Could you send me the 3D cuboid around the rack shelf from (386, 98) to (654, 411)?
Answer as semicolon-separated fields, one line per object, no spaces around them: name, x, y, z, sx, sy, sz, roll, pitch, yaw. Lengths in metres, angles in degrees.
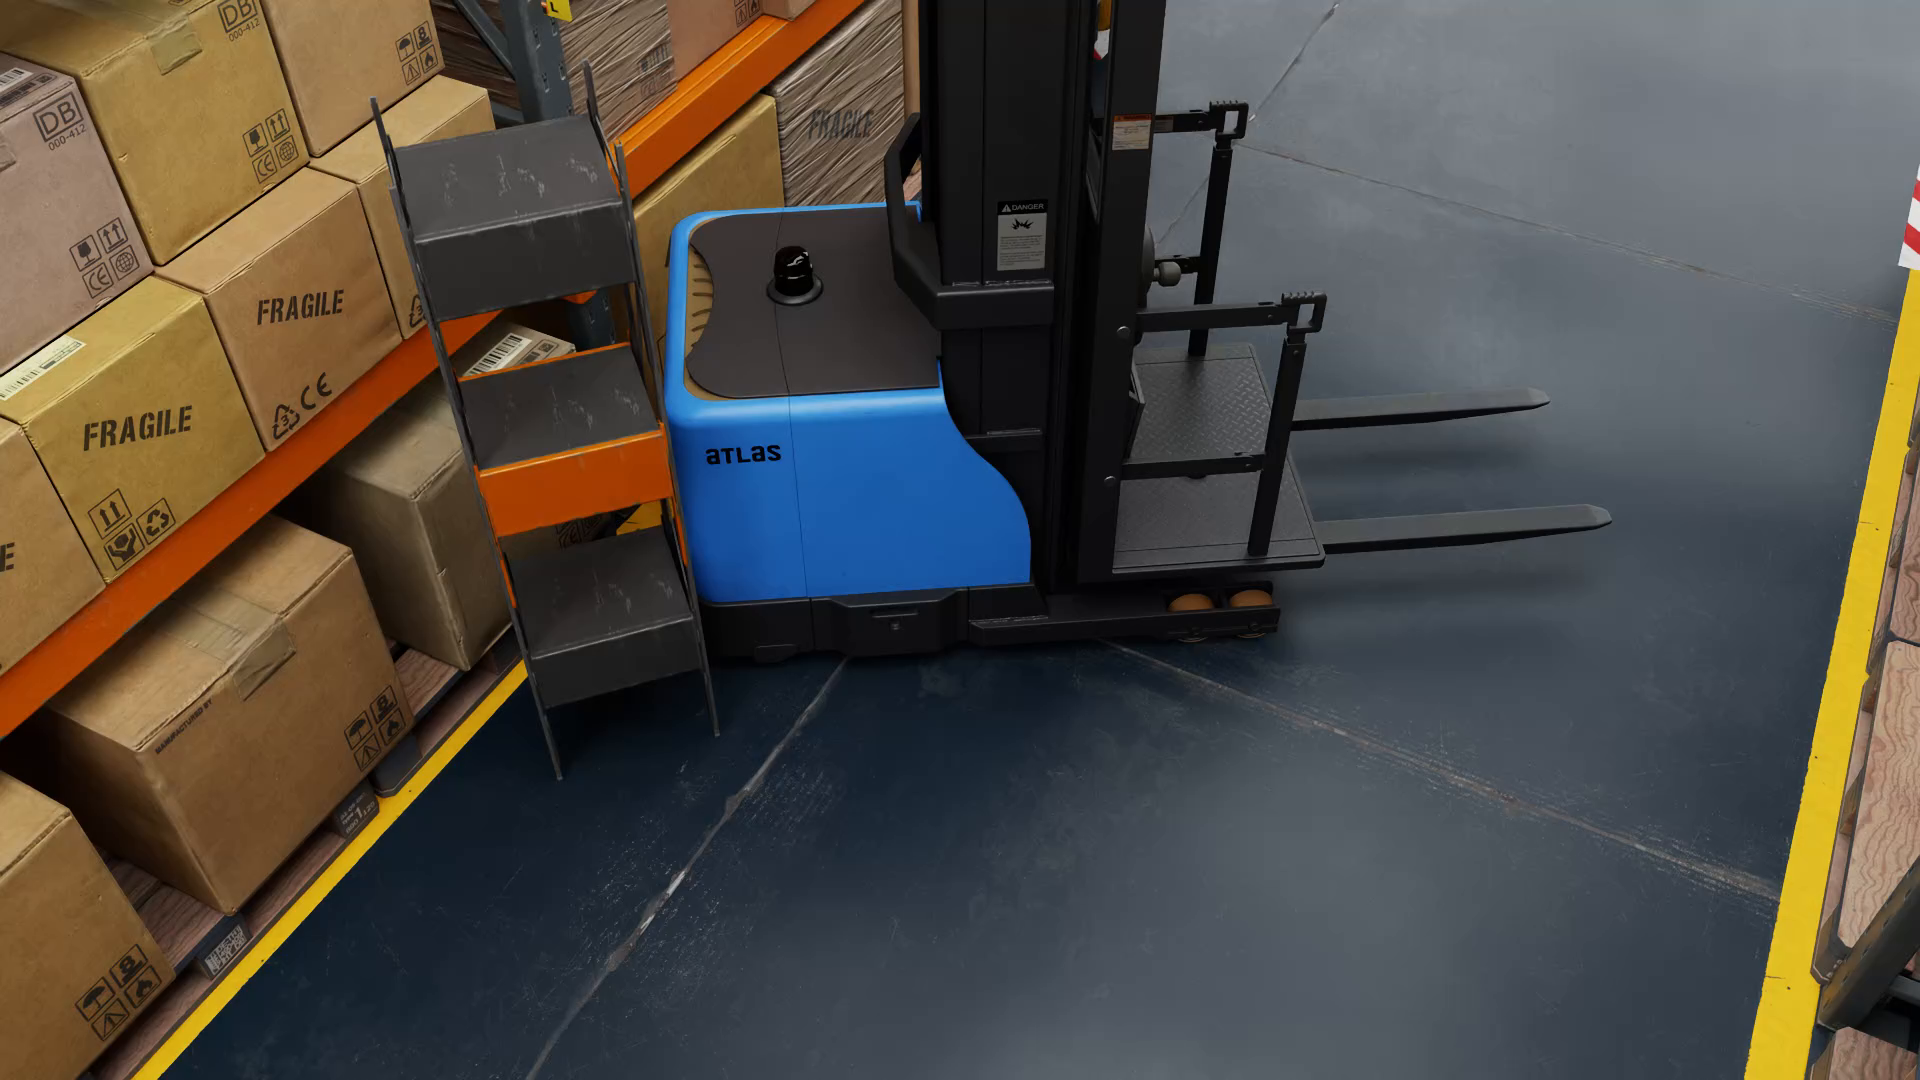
rack shelf;-1.046;-0.685;3.985;0.480;0.518;0.431;-14;47;-14

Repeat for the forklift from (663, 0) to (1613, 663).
forklift;0.621;-1.071;4.748;3.031;2.935;1.130;-4;45;-4

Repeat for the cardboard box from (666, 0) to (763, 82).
cardboard box;-1.184;-1.970;5.482;0.875;0.550;0.550;20;49;19

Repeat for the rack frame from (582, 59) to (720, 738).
rack frame;-0.817;-0.261;4.532;0.015;2.100;0.400;-14;47;-14

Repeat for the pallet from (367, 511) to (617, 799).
pallet;-1.871;0.164;5.439;1.003;0.211;1.213;20;49;19

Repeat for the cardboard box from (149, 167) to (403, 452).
cardboard box;-1.820;-0.627;4.190;0.500;0.500;0.500;20;49;19

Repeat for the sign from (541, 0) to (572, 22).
sign;-1.094;-1.533;4.398;0.100;0.325;0.005;20;49;19

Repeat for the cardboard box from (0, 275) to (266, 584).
cardboard box;-2.054;-0.308;3.875;0.500;0.500;0.500;21;49;19

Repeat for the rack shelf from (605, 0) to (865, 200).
rack shelf;-0.651;-2.334;6.453;1.077;0.370;4.000;20;49;19

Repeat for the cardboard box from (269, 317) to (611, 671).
cardboard box;-1.788;-0.263;5.187;1.050;0.750;0.750;20;49;19

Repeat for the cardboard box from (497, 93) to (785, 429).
cardboard box;-1.226;-1.101;5.927;0.875;0.875;0.875;21;49;20

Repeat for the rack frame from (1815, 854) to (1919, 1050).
rack frame;2.767;0.375;3.271;1.000;3.000;0.127;20;49;19

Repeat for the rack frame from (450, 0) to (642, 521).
rack frame;-1.580;-1.327;4.952;1.000;3.000;0.127;20;49;19

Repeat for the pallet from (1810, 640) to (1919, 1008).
pallet;3.047;0.920;4.692;1.003;0.211;1.213;20;49;19

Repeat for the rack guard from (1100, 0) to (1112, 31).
rack guard;0.288;-2.983;8.347;1.175;0.500;0.348;20;49;19

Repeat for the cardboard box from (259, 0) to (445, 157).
cardboard box;-1.805;-1.399;4.250;0.700;0.500;0.500;20;49;18

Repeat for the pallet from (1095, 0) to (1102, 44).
pallet;-0.025;-2.337;7.911;1.003;0.211;1.213;20;49;19

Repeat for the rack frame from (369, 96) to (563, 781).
rack frame;-1.276;-0.143;4.415;0.015;2.100;0.400;-14;47;-14

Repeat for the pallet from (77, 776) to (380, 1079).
pallet;-2.436;0.936;4.677;1.003;0.211;1.213;20;49;19

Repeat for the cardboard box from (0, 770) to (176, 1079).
cardboard box;-2.671;0.931;4.008;1.050;0.750;0.750;21;49;20

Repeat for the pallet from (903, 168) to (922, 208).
pallet;-0.592;-1.571;7.154;1.003;0.211;1.213;20;49;19

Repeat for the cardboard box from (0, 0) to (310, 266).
cardboard box;-2.042;-1.074;3.929;0.700;0.500;0.500;20;49;18

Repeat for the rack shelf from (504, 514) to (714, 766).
rack shelf;-1.046;0.299;4.981;0.480;0.518;0.431;-14;47;-14

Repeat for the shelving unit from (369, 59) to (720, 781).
shelving unit;-1.046;-0.202;4.474;0.503;2.100;0.431;-14;47;-14

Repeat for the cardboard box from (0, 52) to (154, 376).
cardboard box;-2.277;-0.756;3.615;0.700;0.500;0.500;21;49;19

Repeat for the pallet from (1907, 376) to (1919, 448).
pallet;4.180;-0.617;6.212;1.003;0.211;1.213;20;49;19

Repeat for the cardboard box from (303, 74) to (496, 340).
cardboard box;-1.585;-0.945;4.505;0.500;0.500;0.500;20;49;19

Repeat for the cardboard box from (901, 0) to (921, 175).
cardboard box;-0.386;-2.243;7.057;0.875;0.875;0.875;20;49;18

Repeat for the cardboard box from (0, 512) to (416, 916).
cardboard box;-2.239;0.344;4.588;1.050;0.750;0.750;20;49;19

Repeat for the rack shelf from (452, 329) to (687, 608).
rack shelf;-1.046;-0.193;4.483;0.480;0.518;0.431;-14;47;-14

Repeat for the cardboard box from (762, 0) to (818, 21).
cardboard box;-0.829;-2.271;5.780;0.875;0.550;0.550;20;49;19

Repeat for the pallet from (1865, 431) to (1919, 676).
pallet;3.612;0.149;5.455;1.003;0.211;1.213;20;49;19

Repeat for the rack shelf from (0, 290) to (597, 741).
rack shelf;-2.508;0.186;3.963;1.077;0.370;4.000;20;49;19

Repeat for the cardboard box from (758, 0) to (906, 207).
cardboard box;-0.811;-1.670;6.490;0.875;0.875;0.875;21;49;19

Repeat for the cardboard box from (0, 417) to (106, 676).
cardboard box;-2.288;0.012;3.559;0.500;0.500;0.500;20;49;19

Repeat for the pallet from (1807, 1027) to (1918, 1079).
pallet;2.407;1.846;3.777;1.003;0.211;1.213;20;49;19

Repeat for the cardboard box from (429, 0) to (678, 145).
cardboard box;-1.419;-1.616;5.133;0.875;0.550;0.550;20;49;19
